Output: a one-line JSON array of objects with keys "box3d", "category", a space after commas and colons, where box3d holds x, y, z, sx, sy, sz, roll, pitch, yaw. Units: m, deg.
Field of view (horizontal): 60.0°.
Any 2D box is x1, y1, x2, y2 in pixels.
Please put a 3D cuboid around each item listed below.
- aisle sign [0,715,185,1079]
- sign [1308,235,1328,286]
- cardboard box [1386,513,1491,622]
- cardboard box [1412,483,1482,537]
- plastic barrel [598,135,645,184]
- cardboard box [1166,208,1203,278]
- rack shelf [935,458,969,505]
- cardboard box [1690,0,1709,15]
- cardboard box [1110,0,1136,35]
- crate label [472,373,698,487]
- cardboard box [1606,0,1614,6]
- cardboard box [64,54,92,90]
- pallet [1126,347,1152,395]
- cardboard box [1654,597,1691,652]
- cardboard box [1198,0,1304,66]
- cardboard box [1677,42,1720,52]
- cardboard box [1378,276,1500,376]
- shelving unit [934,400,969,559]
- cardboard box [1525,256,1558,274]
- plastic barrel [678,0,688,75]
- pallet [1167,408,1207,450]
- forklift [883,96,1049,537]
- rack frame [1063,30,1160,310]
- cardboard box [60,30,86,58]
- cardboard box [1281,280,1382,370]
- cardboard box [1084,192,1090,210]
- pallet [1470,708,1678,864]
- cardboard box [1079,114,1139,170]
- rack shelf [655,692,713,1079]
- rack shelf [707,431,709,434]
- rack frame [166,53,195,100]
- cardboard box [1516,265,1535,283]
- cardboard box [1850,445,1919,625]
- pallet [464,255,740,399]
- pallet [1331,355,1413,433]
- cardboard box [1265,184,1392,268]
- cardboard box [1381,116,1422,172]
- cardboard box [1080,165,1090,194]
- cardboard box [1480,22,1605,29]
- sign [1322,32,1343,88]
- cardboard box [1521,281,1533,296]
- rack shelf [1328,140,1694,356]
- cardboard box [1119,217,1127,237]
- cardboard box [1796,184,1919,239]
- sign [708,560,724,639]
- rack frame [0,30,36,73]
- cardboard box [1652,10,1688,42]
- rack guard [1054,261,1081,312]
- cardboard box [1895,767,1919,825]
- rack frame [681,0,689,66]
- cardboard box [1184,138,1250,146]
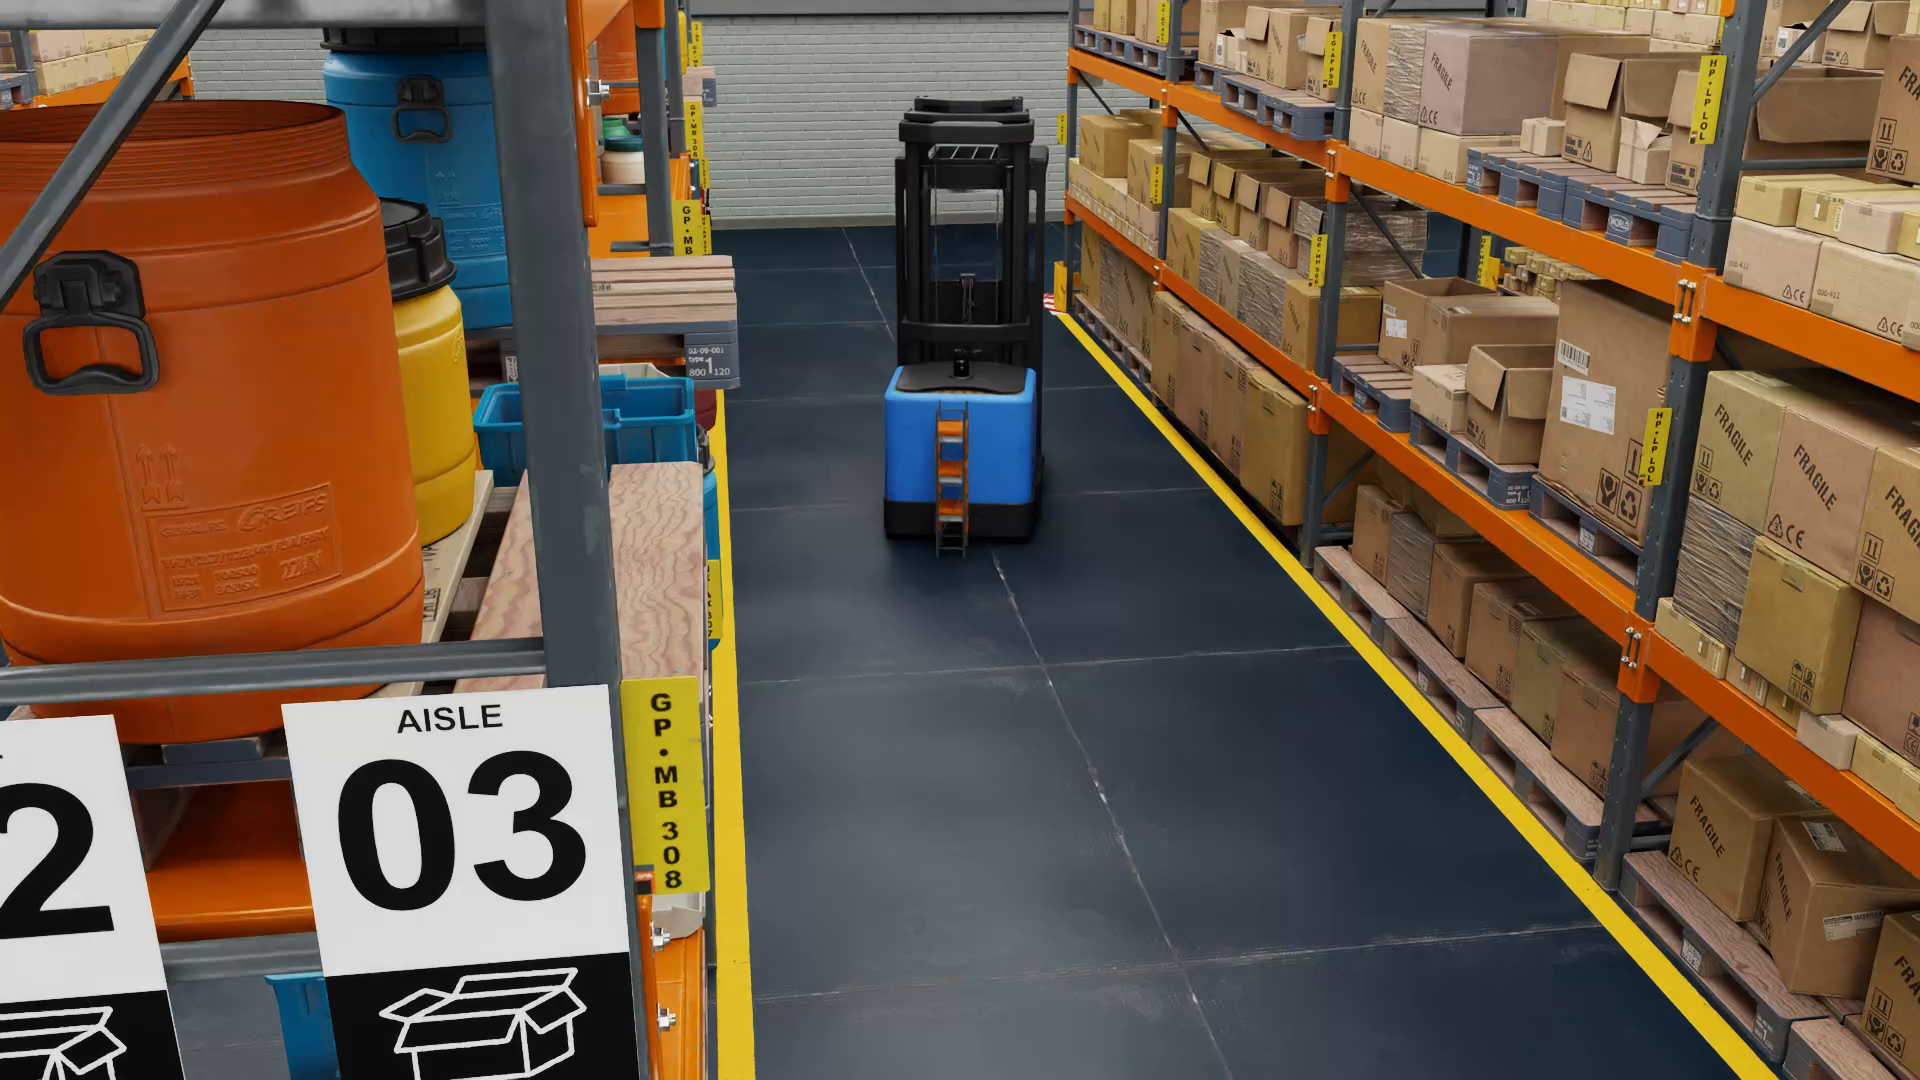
[{"box3d": [-1.223, 0.592, 2.130, 0.394, 0.787, 0.004, -3, 21, -8], "category": "aisle sign"}, {"box3d": [2.259, -1.763, 10.496, 0.100, 0.325, 0.005, -3, 21, -8], "category": "sign"}, {"box3d": [3.017, 0.137, 10.006, 0.700, 0.500, 0.500, -5, 21, -12], "category": "cardboard box"}, {"box3d": [3.021, -0.223, 9.898, 0.500, 0.250, 0.500, -1, 20, -2], "category": "cardboard box"}, {"box3d": [-1.679, -1.912, 8.459, 0.301, 0.262, 0.301, 0, 20, 0], "category": "plastic barrel"}, {"box3d": [2.051, -2.510, 14.007, 0.500, 0.500, 0.500, -3, 21, -8], "category": "cardboard box"}, {"box3d": [-0.054, -0.399, 11.315, 0.215, 0.259, 0.240, 2, 21, 4], "category": "rack shelf"}, {"box3d": [6.791, -4.792, 14.902, 0.380, 0.149, 0.250, -2, 21, -6], "category": "cardboard box"}, {"box3d": [1.867, -5.161, 16.073, 0.700, 0.500, 0.500, -4, 21, -11], "category": "cardboard box"}, {"box3d": [-0.883, -0.231, 3.972, 0.502, 0.251, 0.408, -3, 21, -8], "category": "crate label"}, {"box3d": [6.594, -5.328, 16.338, 0.380, 0.149, 0.250, -2, 21, -6], "category": "cardboard box"}, {"box3d": [-7.465, -3.826, 13.600, 0.500, 0.250, 0.500, -3, 21, -8], "category": "cardboard box"}, {"box3d": [2.199, -1.596, 15.688, 1.003, 0.211, 1.213, -3, 21, -8], "category": "pallet"}, {"box3d": [3.118, 0.342, 6.872, 0.380, 0.149, 0.250, -3, 21, -8], "category": "cardboard box"}, {"box3d": [2.325, -4.084, 13.332, 0.700, 0.500, 0.500, -2, 21, -6], "category": "cardboard box"}, {"box3d": [6.816, -4.341, 14.980, 0.500, 0.250, 0.500, -2, 21, -6], "category": "cardboard box"}, {"box3d": [2.926, -1.309, 10.190, 0.500, 0.500, 0.500, -6, 21, -14], "category": "cardboard box"}, {"box3d": [-0.054, -0.409, 11.311, 0.215, 1.050, 0.252, 2, 21, 4], "category": "shelving unit"}, {"box3d": [6.385, -2.993, 18.068, 0.380, 0.149, 0.250, -3, 21, -8], "category": "cardboard box"}, {"box3d": [-2.337, -3.770, 12.365, 0.600, 0.588, 0.600, 0, 20, 0], "category": "plastic barrel"}, {"box3d": [2.417, -1.065, 14.267, 1.003, 0.211, 1.213, -3, 21, -8], "category": "pallet"}, {"box3d": [0.094, -1.865, 12.520, 1.130, 2.935, 3.031, 2, 21, 4], "category": "forklift"}, {"box3d": [1.655, -4.020, 18.192, 1.000, 3.000, 0.127, -3, 21, -8], "category": "rack frame"}, {"box3d": [-7.470, -4.060, 13.511, 0.500, 0.250, 0.500, -3, 21, -8], "category": "cardboard box"}, {"box3d": [2.492, -1.455, 11.183, 0.500, 0.500, 0.500, -2, 21, -6], "category": "cardboard box"}, {"box3d": [1.494, -3.495, 17.146, 0.380, 0.149, 0.250, -3, 21, -9], "category": "cardboard box"}, {"box3d": [3.271, 1.172, 8.278, 1.003, 0.211, 1.213, -3, 21, -8], "category": "pallet"}, {"box3d": [1.529, -4.087, 17.090, 0.500, 0.500, 0.500, -3, 21, -9], "category": "cardboard box"}, {"box3d": [-1.228, 1.414, 4.671, 1.077, 0.370, 4.000, -3, 21, -8], "category": "rack shelf"}, {"box3d": [-2.381, -1.356, 12.087, 1.077, 0.370, 4.000, -3, 21, -8], "category": "rack shelf"}, {"box3d": [-8.148, -3.522, 16.858, 1.000, 3.000, 0.127, -3, 21, -8], "category": "rack frame"}, {"box3d": [6.383, -2.944, 18.360, 0.380, 0.149, 0.250, -3, 21, -8], "category": "cardboard box"}, {"box3d": [3.343, -0.005, 5.445, 0.500, 0.500, 0.500, -3, 21, -8], "category": "cardboard box"}, {"box3d": [-1.316, -0.687, 5.252, 1.213, 0.211, 1.003, -3, 21, -8], "category": "pallet"}, {"box3d": [3.016, -0.919, 10.164, 1.213, 0.211, 1.003, -3, 21, -8], "category": "pallet"}, {"box3d": [2.628, -2.247, 11.868, 0.797, 0.503, 0.637, -2, 21, -6], "category": "cardboard box"}, {"box3d": [2.698, -2.232, 9.332, 0.500, 0.250, 0.500, -2, 21, -6], "category": "cardboard box"}, {"box3d": [1.539, -3.730, 17.204, 0.500, 0.250, 0.500, -3, 21, -8], "category": "cardboard box"}, {"box3d": [3.209, -2.607, 9.264, 0.500, 0.500, 0.500, -3, 21, -8], "category": "cardboard box"}, {"box3d": [2.258, -2.909, 10.080, 0.100, 0.325, 0.005, -3, 21, -8], "category": "sign"}, {"box3d": [6.455, -2.812, 18.433, 0.380, 0.149, 0.250, -3, 21, -8], "category": "cardboard box"}, {"box3d": [3.097, -1.626, 8.523, 1.077, 0.370, 4.000, -3, 21, -8], "category": "rack shelf"}, {"box3d": [1.715, -2.963, 15.721, 0.380, 0.149, 0.250, -3, 21, -7], "category": "cardboard box"}, {"box3d": [3.233, -1.170, 5.919, 0.380, 0.149, 0.250, -4, 21, -10], "category": "cardboard box"}, {"box3d": [-0.970, 0.231, 6.415, 0.100, 0.325, 0.005, -3, 21, -8], "category": "sign"}, {"box3d": [-7.572, -4.947, 12.100, 1.000, 3.000, 0.127, -3, 21, -8], "category": "rack frame"}, {"box3d": [6.773, -4.747, 15.352, 0.500, 0.250, 0.500, -4, 21, -10], "category": "cardboard box"}, {"box3d": [1.652, -2.857, 18.652, 1.175, 0.500, 0.348, -3, 21, -8], "category": "rack guard"}, {"box3d": [3.348, 0.861, 5.483, 0.380, 0.149, 0.250, -3, 21, -8], "category": "cardboard box"}, {"box3d": [-2.670, -5.196, 12.766, 1.000, 3.000, 0.127, -3, 21, -8], "category": "rack frame"}, {"box3d": [2.352, -3.405, 15.263, 0.500, 0.500, 0.500, -3, 21, -8], "category": "cardboard box"}]
